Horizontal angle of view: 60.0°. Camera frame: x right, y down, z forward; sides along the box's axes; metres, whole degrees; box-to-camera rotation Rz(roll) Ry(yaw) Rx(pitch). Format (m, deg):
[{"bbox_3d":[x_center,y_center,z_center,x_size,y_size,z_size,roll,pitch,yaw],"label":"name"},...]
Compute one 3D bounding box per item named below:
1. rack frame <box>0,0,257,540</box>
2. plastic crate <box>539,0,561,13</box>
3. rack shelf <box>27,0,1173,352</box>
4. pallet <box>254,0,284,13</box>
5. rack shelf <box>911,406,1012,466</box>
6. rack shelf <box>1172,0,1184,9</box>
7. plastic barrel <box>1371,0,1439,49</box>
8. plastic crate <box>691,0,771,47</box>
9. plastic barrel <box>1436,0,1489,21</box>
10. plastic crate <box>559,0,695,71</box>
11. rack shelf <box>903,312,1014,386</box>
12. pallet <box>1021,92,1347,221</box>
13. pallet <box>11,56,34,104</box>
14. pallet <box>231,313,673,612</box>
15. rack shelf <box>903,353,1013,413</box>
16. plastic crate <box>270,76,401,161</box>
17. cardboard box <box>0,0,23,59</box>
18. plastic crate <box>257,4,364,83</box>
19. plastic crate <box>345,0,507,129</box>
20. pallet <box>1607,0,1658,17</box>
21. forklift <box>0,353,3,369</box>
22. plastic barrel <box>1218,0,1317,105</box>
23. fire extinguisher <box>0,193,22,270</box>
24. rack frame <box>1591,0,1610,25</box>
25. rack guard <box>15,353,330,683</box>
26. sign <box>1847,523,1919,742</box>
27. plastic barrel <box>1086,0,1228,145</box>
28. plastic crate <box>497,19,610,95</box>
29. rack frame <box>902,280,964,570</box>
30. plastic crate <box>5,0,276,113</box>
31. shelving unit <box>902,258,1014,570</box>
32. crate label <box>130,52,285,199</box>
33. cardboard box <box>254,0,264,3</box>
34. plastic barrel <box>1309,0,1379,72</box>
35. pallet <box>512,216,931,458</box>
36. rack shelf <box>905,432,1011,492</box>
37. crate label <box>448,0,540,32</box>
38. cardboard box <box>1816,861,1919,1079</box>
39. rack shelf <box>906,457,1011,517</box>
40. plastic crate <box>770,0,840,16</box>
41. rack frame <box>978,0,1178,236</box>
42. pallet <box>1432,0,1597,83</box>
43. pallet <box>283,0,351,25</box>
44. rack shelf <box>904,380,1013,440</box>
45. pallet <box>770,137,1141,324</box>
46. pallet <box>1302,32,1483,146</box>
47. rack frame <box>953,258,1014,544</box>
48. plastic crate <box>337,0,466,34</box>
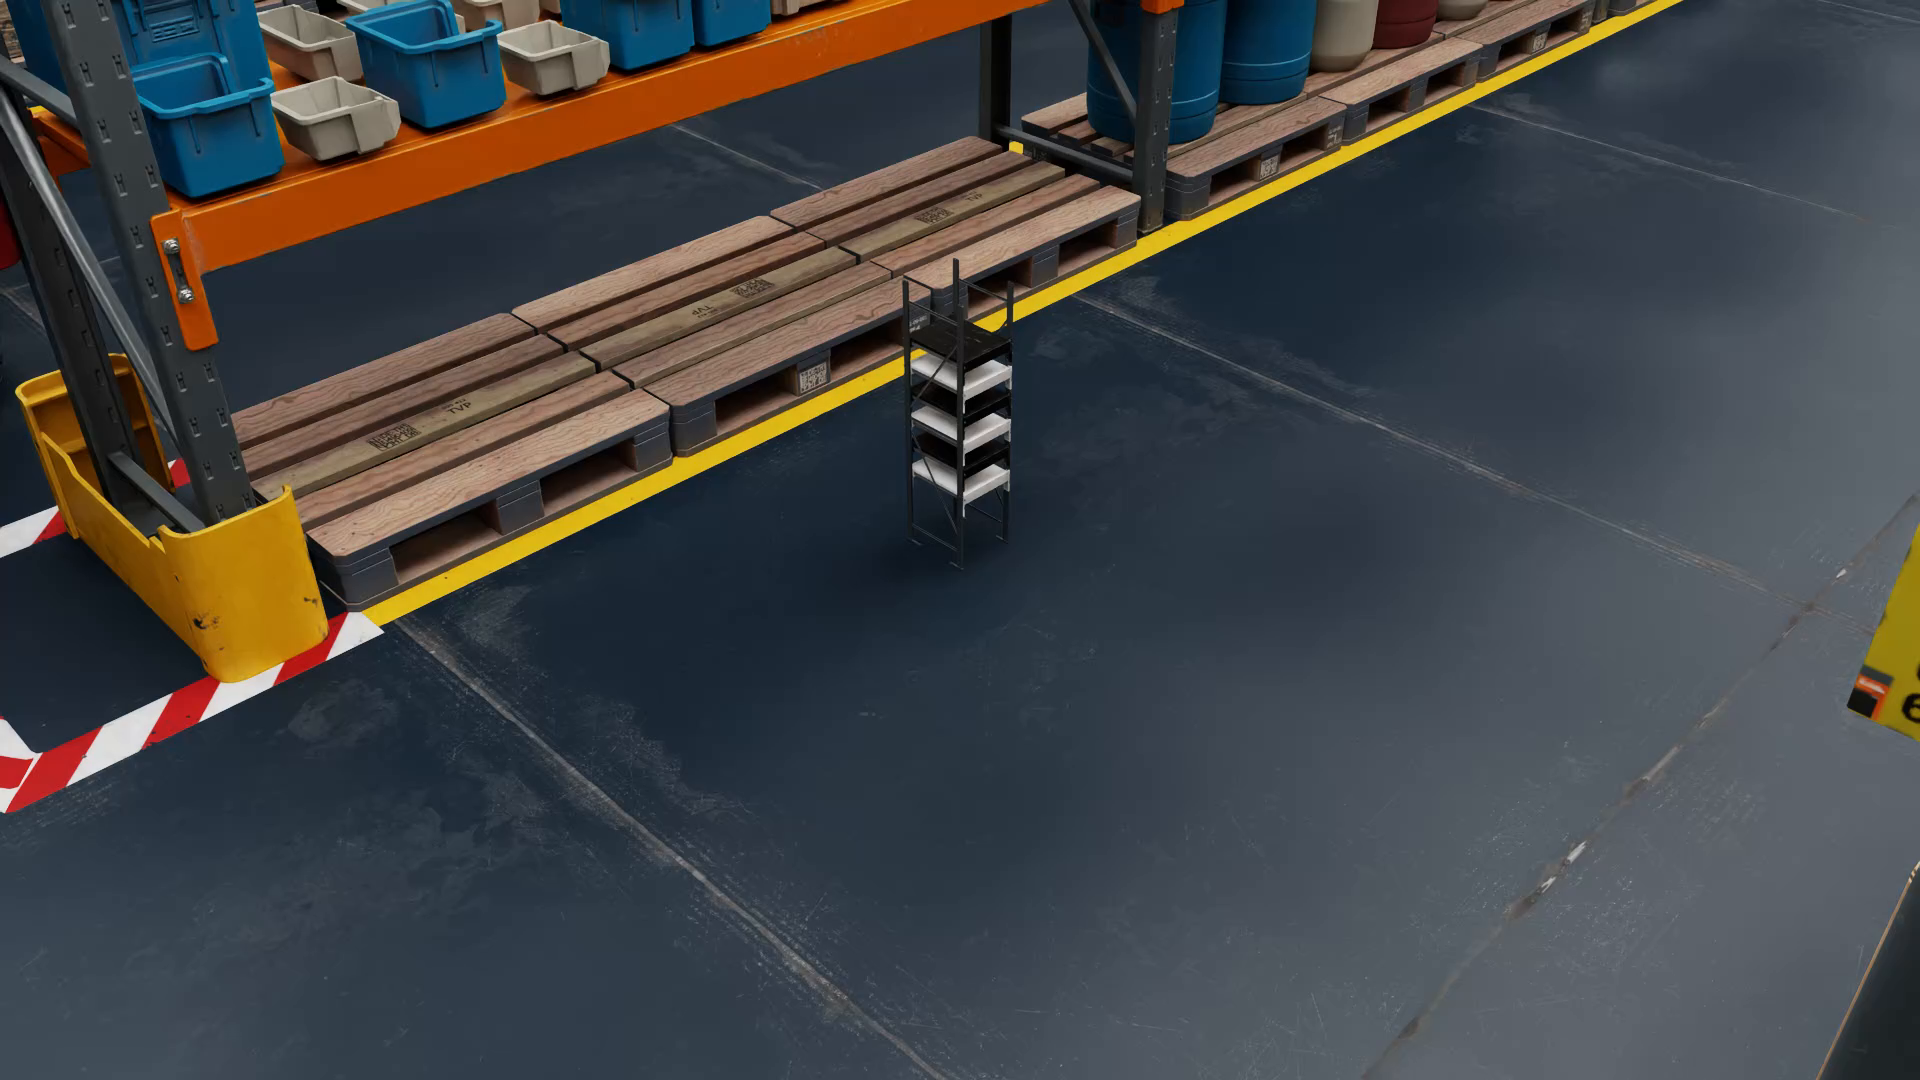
[{"bbox_3d":[-2.341,-1.132,4.251,1.000,3.000,0.127,30,45,35],"label":"rack frame"},{"bbox_3d":[-1.306,-1.815,5.408,0.298,0.136,0.250,30,45,35],"label":"plastic crate"},{"bbox_3d":[-0.932,-1.649,5.621,1.077,0.370,4.000,30,45,35],"label":"rack shelf"},{"bbox_3d":[-4.488,-2.834,9.129,1.003,0.211,1.213,30,45,35],"label":"pallet"},{"bbox_3d":[-0.006,-0.338,5.007,0.258,0.077,0.200,30,45,35],"label":"rack shelf"},{"bbox_3d":[1.887,-3.273,7.949,1.077,0.370,4.000,30,45,35],"label":"rack shelf"},{"bbox_3d":[2.168,-2.899,8.526,0.600,0.588,0.708,30,45,35],"label":"plastic barrel"},{"bbox_3d":[-0.794,-1.712,5.177,0.416,0.233,0.300,30,45,35],"label":"plastic crate"},{"bbox_3d":[2.629,-3.061,8.824,0.421,0.512,0.421,0,35,0],"label":"plastic barrel"},{"bbox_3d":[-1.005,-1.590,5.002,0.416,0.233,0.300,30,45,35],"label":"plastic crate"},{"bbox_3d":[-0.006,-0.560,4.852,0.258,0.077,0.200,30,45,35],"label":"rack shelf"},{"bbox_3d":[1.051,-1.909,7.802,1.003,0.211,1.213,30,45,35],"label":"pallet"},{"bbox_3d":[-5.348,-2.341,8.422,1.003,0.211,1.213,30,45,35],"label":"pallet"},{"bbox_3d":[-1.732,-0.308,5.507,1.003,0.211,1.213,30,45,35],"label":"pallet"},{"bbox_3d":[-0.006,-0.486,4.904,0.258,0.077,0.200,30,45,35],"label":"rack shelf"},{"bbox_3d":[-1.648,-1.113,4.402,0.250,0.136,0.298,30,45,35],"label":"plastic crate"},{"bbox_3d":[-4.820,-3.091,8.550,0.875,0.875,0.875,30,45,35],"label":"cardboard box"},{"bbox_3d":[-1.895,-1.453,4.889,0.396,0.136,0.243,30,45,35],"label":"plastic crate"},{"bbox_3d":[-1.469,-1.323,4.619,0.416,0.233,0.300,30,45,35],"label":"plastic crate"},{"bbox_3d":[3.869,-3.535,10.134,1.003,0.211,1.213,30,45,35],"label":"pallet"},{"bbox_3d":[-3.936,-1.539,4.895,1.130,2.935,3.031,-11,36,-16],"label":"forklift"},{"bbox_3d":[1.372,-2.569,7.779,0.600,0.901,0.708,30,45,35],"label":"plastic barrel"},{"bbox_3d":[-2.769,-1.069,4.555,0.296,0.674,0.183,30,45,35],"label":"fire extinguisher"},{"bbox_3d":[3.296,-4.380,8.908,1.000,3.000,0.127,30,45,35],"label":"rack frame"},{"bbox_3d":[-2.348,-0.092,4.945,1.175,0.500,0.348,30,45,35],"label":"rack guard"},{"bbox_3d":[0.792,0.029,1.297,0.100,0.325,0.005,30,45,35],"label":"sign"},{"bbox_3d":[0.873,-2.282,7.366,0.600,0.901,0.708,30,45,35],"label":"plastic barrel"},{"bbox_3d":[-1.170,-1.388,4.797,0.250,0.136,0.298,30,45,35],"label":"plastic crate"},{"bbox_3d":[-0.077,-0.325,4.929,0.240,0.900,0.006,30,45,35],"label":"rack frame"},{"bbox_3d":[-2.237,-1.383,4.527,0.616,0.435,0.499,30,45,35],"label":"plastic crate"},{"bbox_3d":[-0.006,-0.366,4.988,0.258,0.900,0.210,30,45,35],"label":"shelving unit"},{"bbox_3d":[-1.933,-1.056,4.235,0.416,0.233,0.303,30,45,35],"label":"crate label"},{"bbox_3d":[-4.193,-3.452,9.068,0.875,0.875,0.875,30,45,35],"label":"cardboard box"},{"bbox_3d":[1.833,-2.602,8.167,0.421,0.512,0.421,0,35,0],"label":"plastic barrel"},{"bbox_3d":[-0.873,-0.800,6.213,1.003,0.211,1.213,30,45,35],"label":"pallet"},{"bbox_3d":[-0.006,-0.265,5.058,0.258,0.077,0.200,30,45,35],"label":"rack shelf"},{"bbox_3d":[-1.501,-1.687,5.225,0.396,0.136,0.243,30,45,35],"label":"crate label"},{"bbox_3d":[1.294,0.533,1.776,0.500,0.500,0.500,-28,44,-34],"label":"cardboard box"},{"bbox_3d":[-0.006,-0.191,5.110,0.258,0.077,0.200,30,45,35],"label":"rack shelf"},{"bbox_3d":[-0.536,-1.844,5.451,0.293,0.136,0.466,30,45,35],"label":"plastic crate"},{"bbox_3d":[0.478,-2.756,6.580,1.000,3.000,0.127,30,45,35],"label":"rack frame"},{"bbox_3d":[2.770,-2.899,9.223,1.003,0.211,1.213,30,45,35],"label":"pallet"},{"bbox_3d":[-3.629,-3.331,9.842,1.003,0.211,1.213,30,45,35],"label":"pallet"},{"bbox_3d":[-0.006,-0.412,4.955,0.258,0.077,0.200,30,45,35],"label":"rack shelf"},{"bbox_3d":[-0.013,-1.298,6.927,1.003,0.211,1.213,30,45,35],"label":"pallet"},{"bbox_3d":[1.910,-2.406,8.516,1.003,0.211,1.213,30,45,35],"label":"pallet"},{"bbox_3d":[0.066,-0.407,5.047,0.240,0.900,0.006,30,45,35],"label":"rack frame"},{"bbox_3d":[-1.680,-1.565,5.049,0.396,0.136,0.243,30,45,35],"label":"plastic crate"}]
